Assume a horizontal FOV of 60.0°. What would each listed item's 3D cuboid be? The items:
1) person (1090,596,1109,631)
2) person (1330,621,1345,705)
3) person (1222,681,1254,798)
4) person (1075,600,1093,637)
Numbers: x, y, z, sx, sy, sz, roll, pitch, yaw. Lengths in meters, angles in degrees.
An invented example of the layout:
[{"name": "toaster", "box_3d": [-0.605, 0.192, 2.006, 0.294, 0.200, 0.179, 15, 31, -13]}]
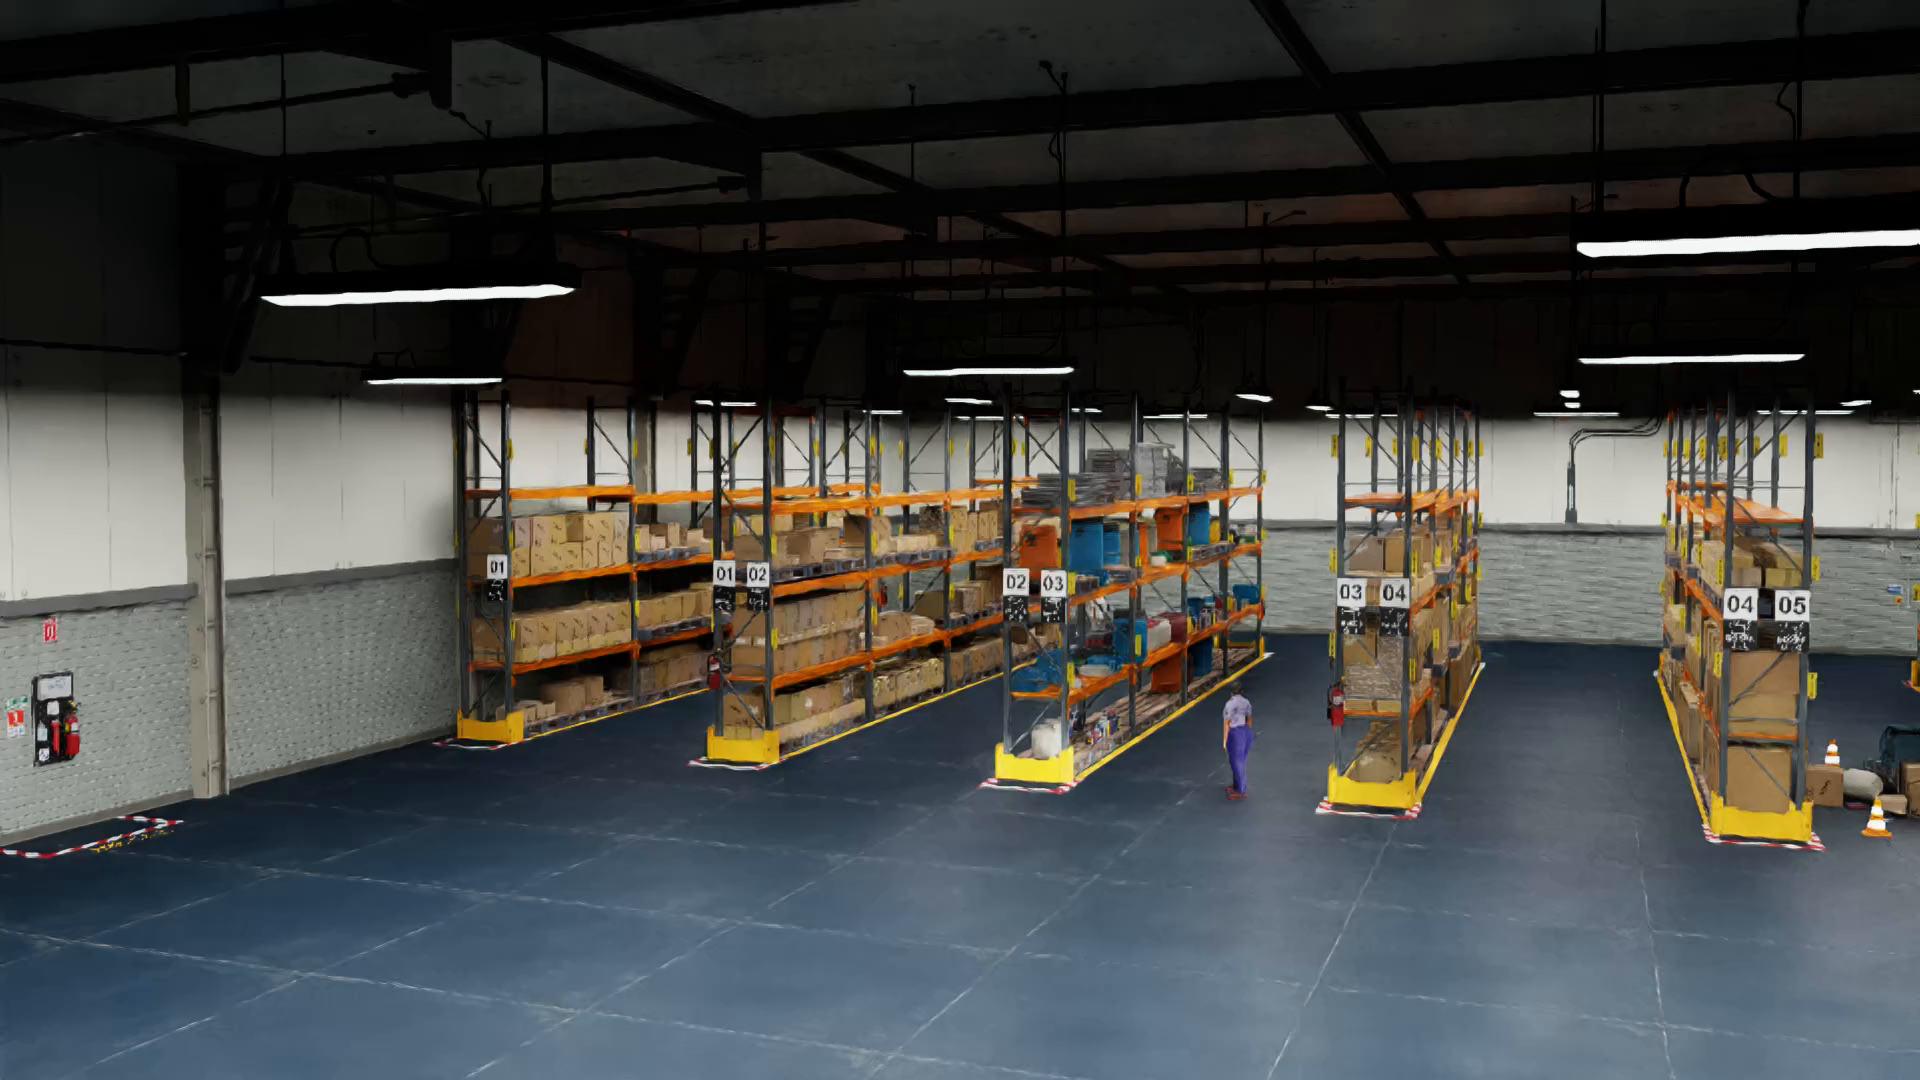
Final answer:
[{"name": "person", "box_3d": [3.397, 1.916, 40.749, 0.400, 1.670, 0.587, 2, 4, 35]}, {"name": "person", "box_3d": [7.368, 2.317, 32.458, 0.625, 1.765, 0.496, -3, 4, -40]}, {"name": "person", "box_3d": [3.972, 2.854, 23.965, 0.567, 1.630, 0.611, 3, 4, 44]}, {"name": "person", "box_3d": [3.275, 1.814, 43.836, 0.567, 1.533, 0.754, 0, 3, 0]}]
